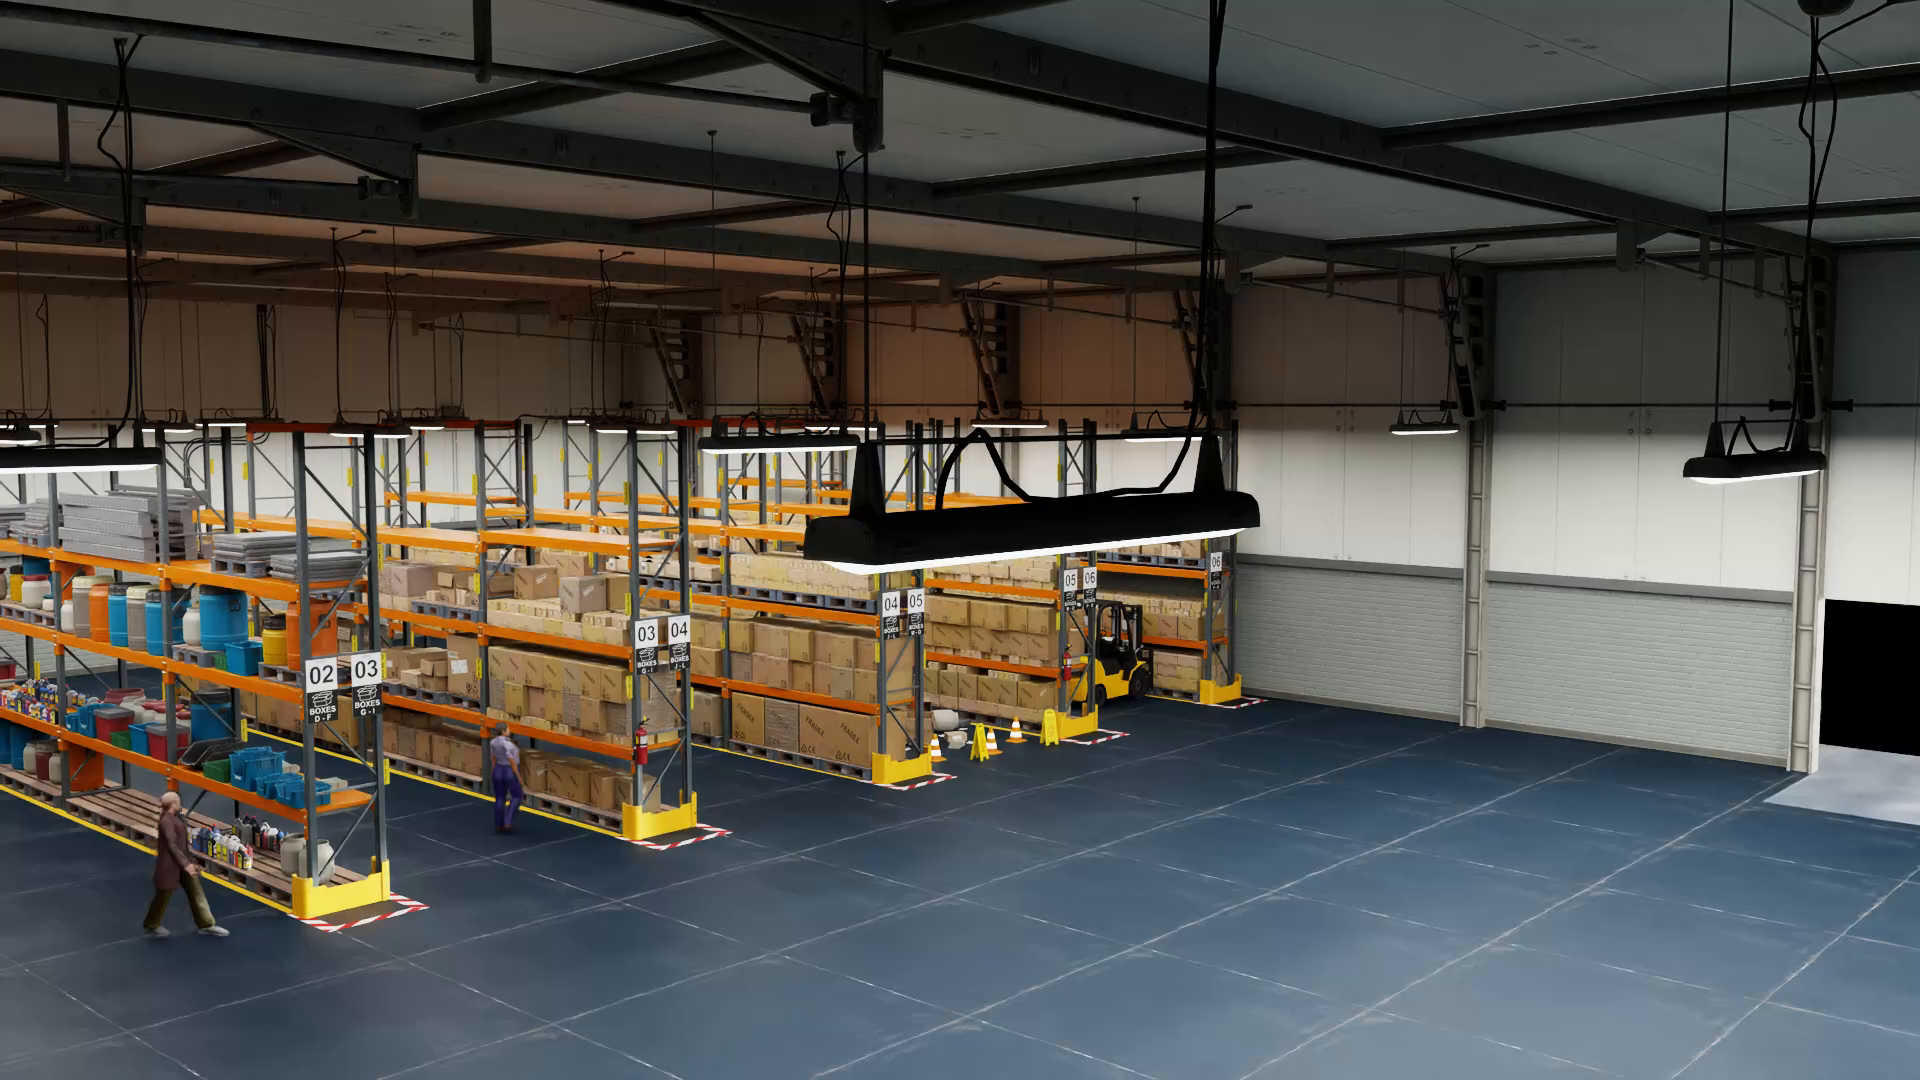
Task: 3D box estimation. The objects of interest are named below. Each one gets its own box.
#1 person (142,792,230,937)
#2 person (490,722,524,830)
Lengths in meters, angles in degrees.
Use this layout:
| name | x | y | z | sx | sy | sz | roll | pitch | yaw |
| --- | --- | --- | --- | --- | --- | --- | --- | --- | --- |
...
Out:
| name | x | y | z | sx | sy | sz | roll | pitch | yaw |
| --- | --- | --- | --- | --- | --- | --- | --- | --- | --- |
| person | -9.217 | 3.838 | 19.611 | 1.001 | 1.753 | 0.540 | 1 | 5 | 11 |
| person | -6.720 | 3.506 | 24.603 | 0.509 | 1.641 | 0.433 | 1 | 5 | 17 |
